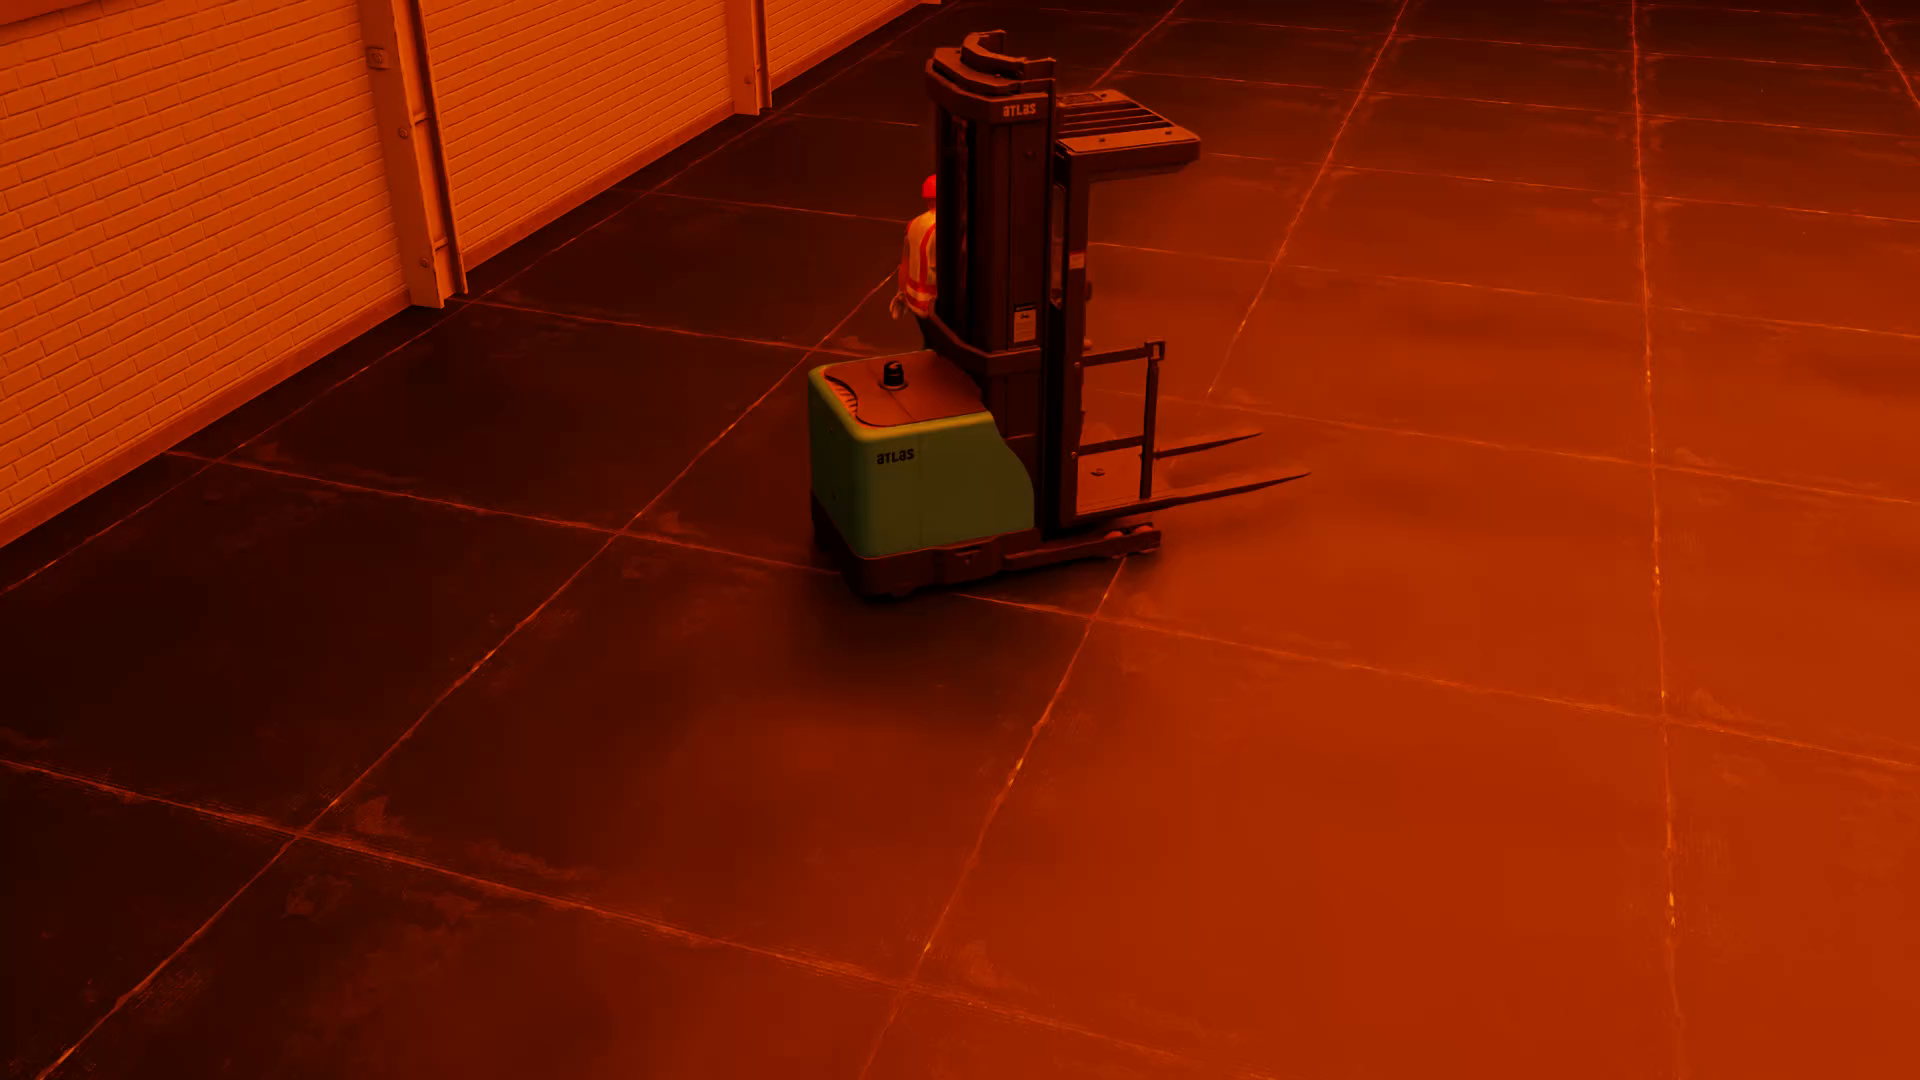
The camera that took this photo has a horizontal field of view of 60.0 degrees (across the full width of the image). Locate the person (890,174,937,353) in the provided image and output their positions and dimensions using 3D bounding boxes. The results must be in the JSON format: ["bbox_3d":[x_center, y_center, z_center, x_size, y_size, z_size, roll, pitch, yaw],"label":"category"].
[{"bbox_3d":[-0.176,-1.549,11.091,0.462,1.748,0.869,-11,32,-19],"label":"person"}]

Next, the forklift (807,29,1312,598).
[{"bbox_3d":[0.668,-1.391,9.576,3.031,2.935,1.130,-11,31,-18],"label":"forklift"}]
